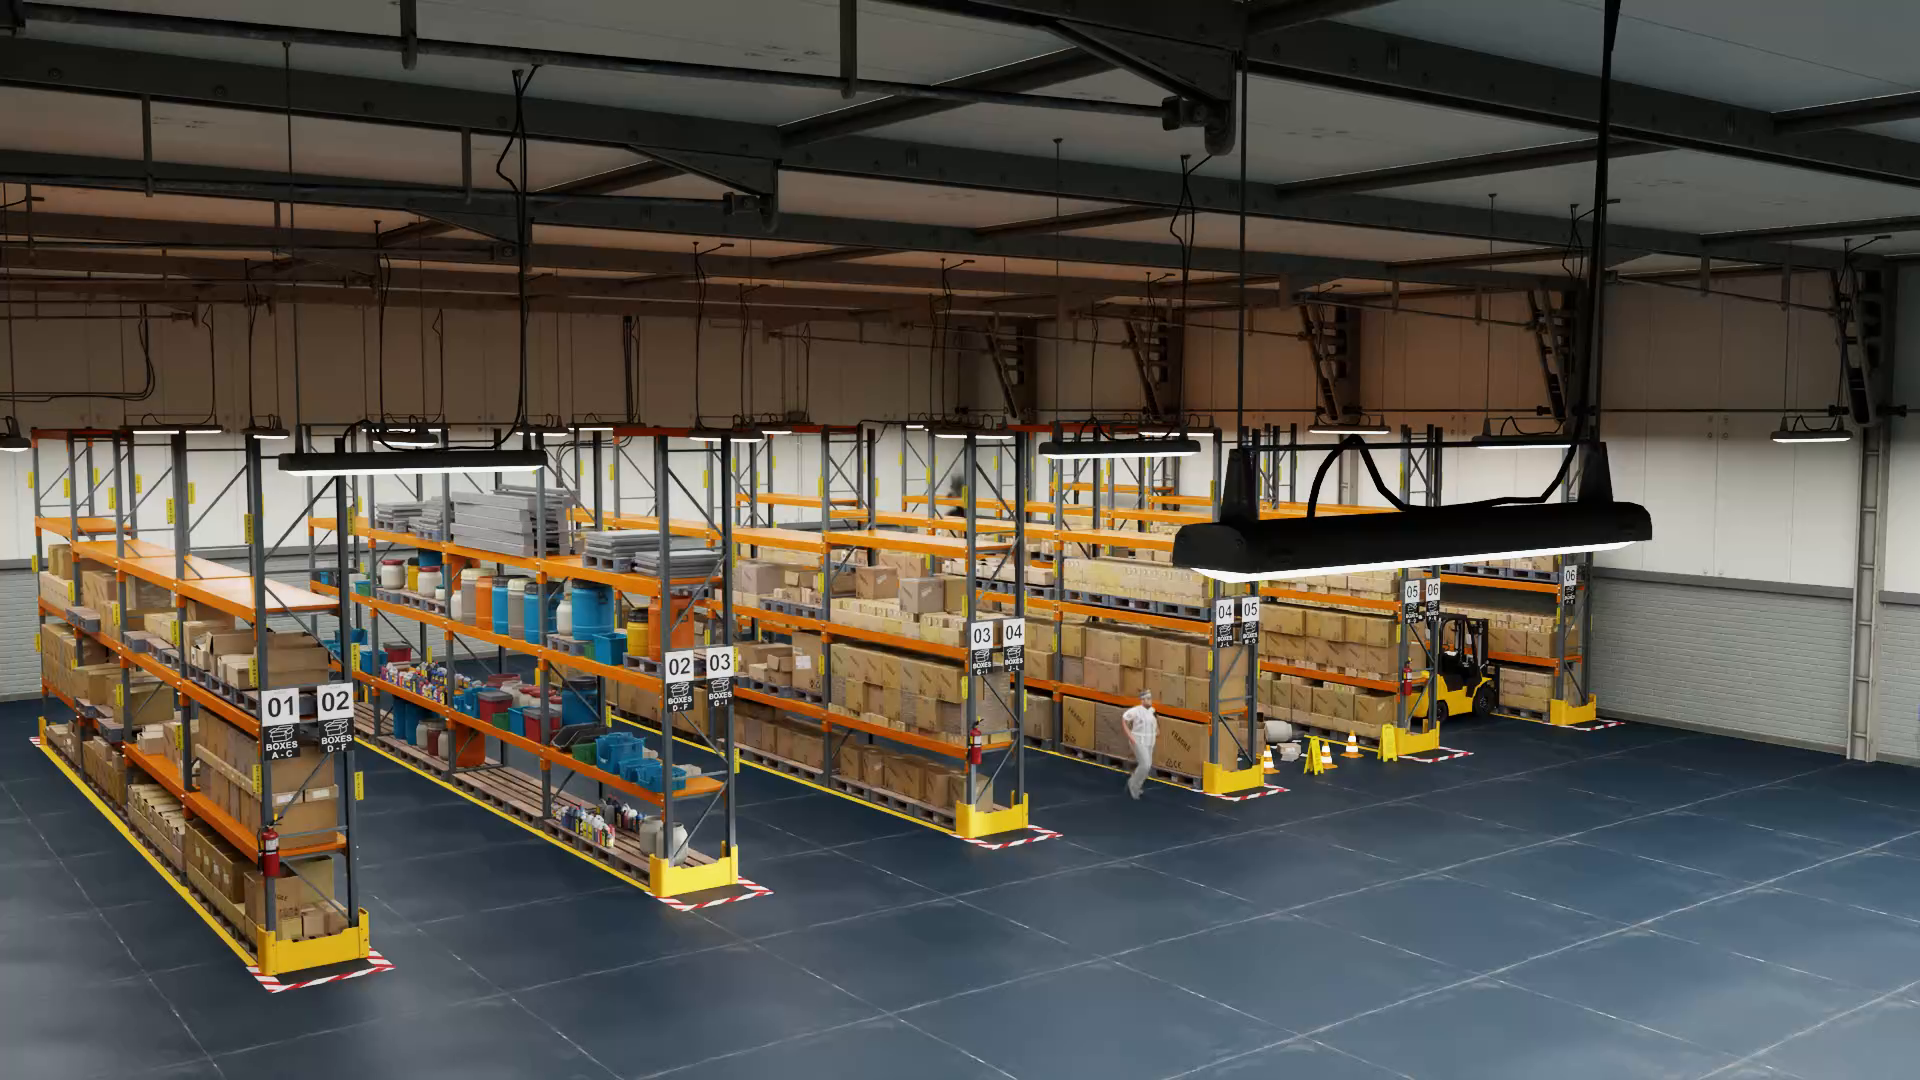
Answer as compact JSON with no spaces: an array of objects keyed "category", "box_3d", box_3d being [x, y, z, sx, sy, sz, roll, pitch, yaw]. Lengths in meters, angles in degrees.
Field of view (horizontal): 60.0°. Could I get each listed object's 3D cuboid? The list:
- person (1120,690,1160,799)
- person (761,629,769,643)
[{"category":"person","box_3d":[2.987,3.351,27.206,0.712,1.839,0.619,-4,6,-44]},{"category":"person","box_3d":[-5.014,2.177,41.955,0.609,1.542,0.590,1,5,10]}]
